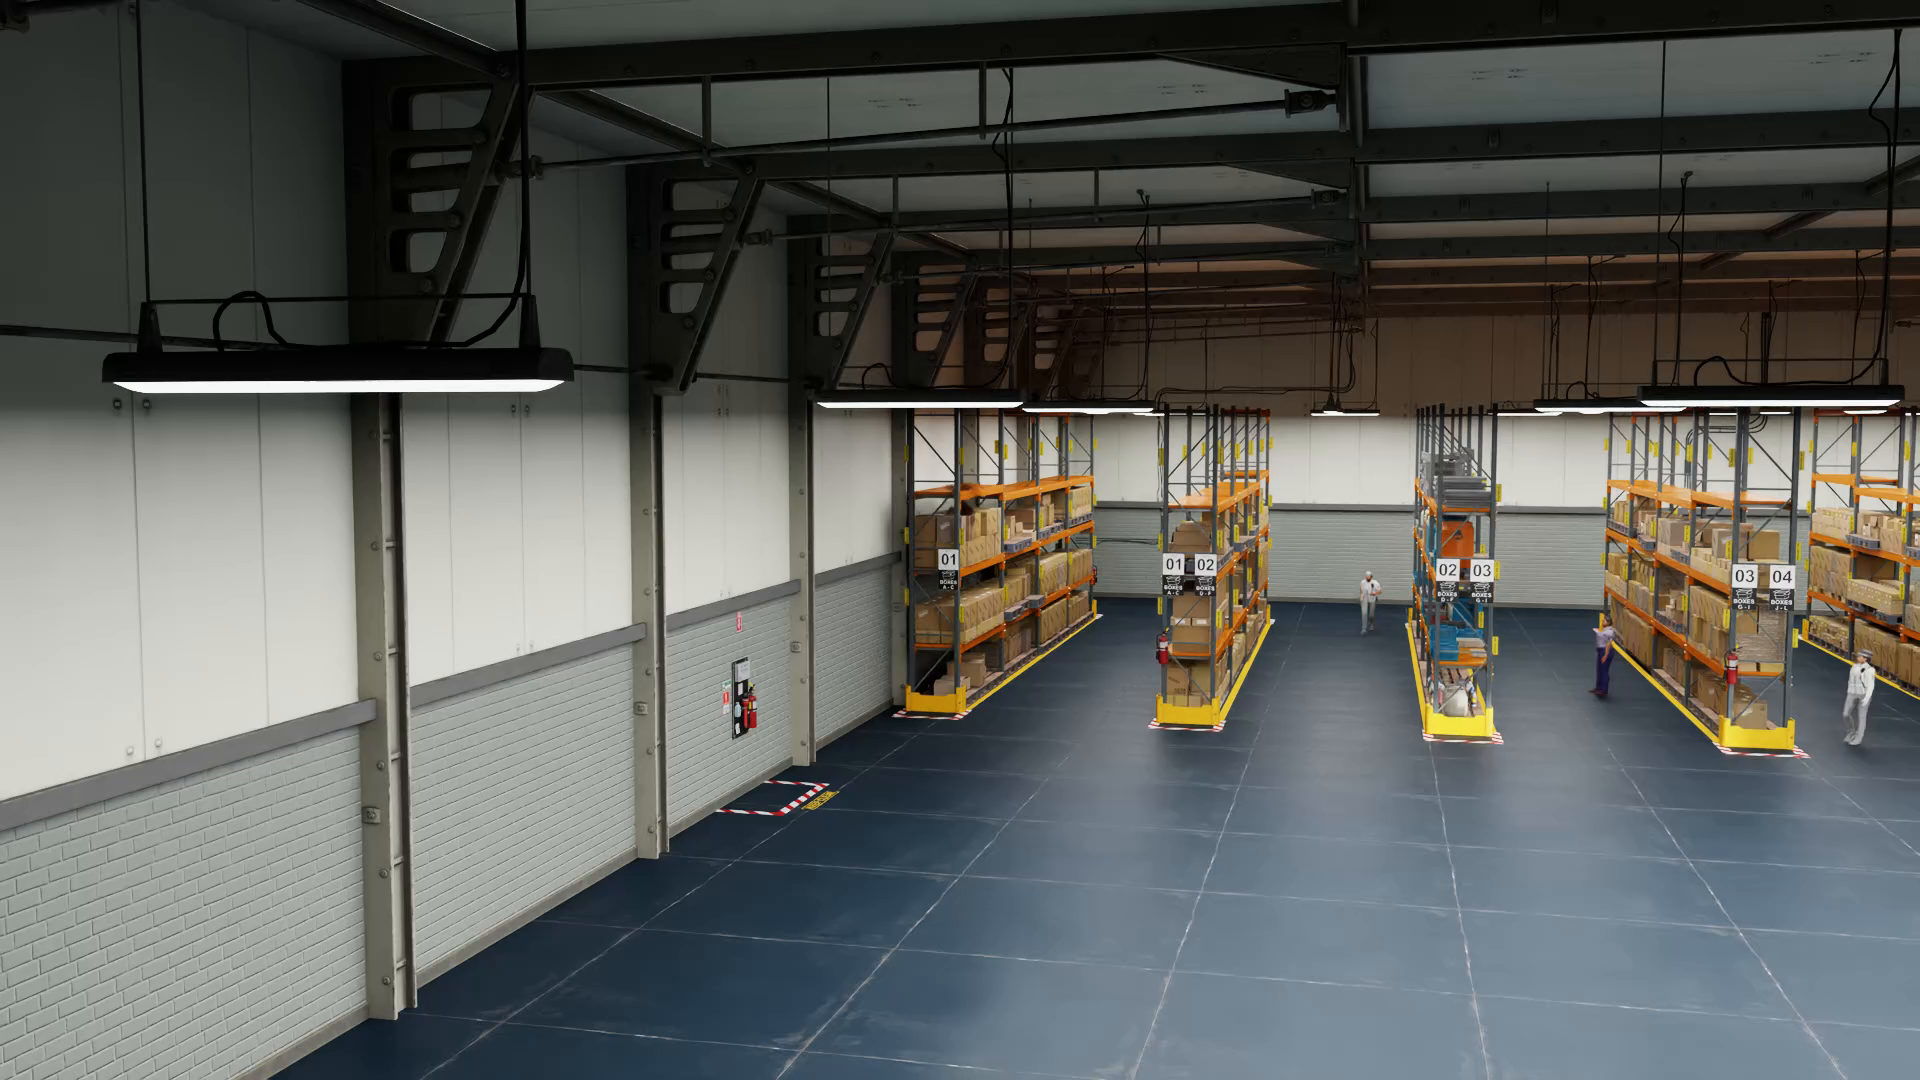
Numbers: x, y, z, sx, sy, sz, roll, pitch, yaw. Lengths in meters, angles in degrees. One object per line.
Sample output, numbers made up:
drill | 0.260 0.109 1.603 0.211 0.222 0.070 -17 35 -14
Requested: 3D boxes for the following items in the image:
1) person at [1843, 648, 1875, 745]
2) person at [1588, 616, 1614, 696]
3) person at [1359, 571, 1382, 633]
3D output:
person | 15.851 2.770 29.321 0.467 1.721 0.499 -3 5 -38
person | 13.294 2.391 34.478 0.467 1.655 0.524 2 4 22
person | 10.940 1.644 44.399 0.603 1.620 1.007 1 4 18
